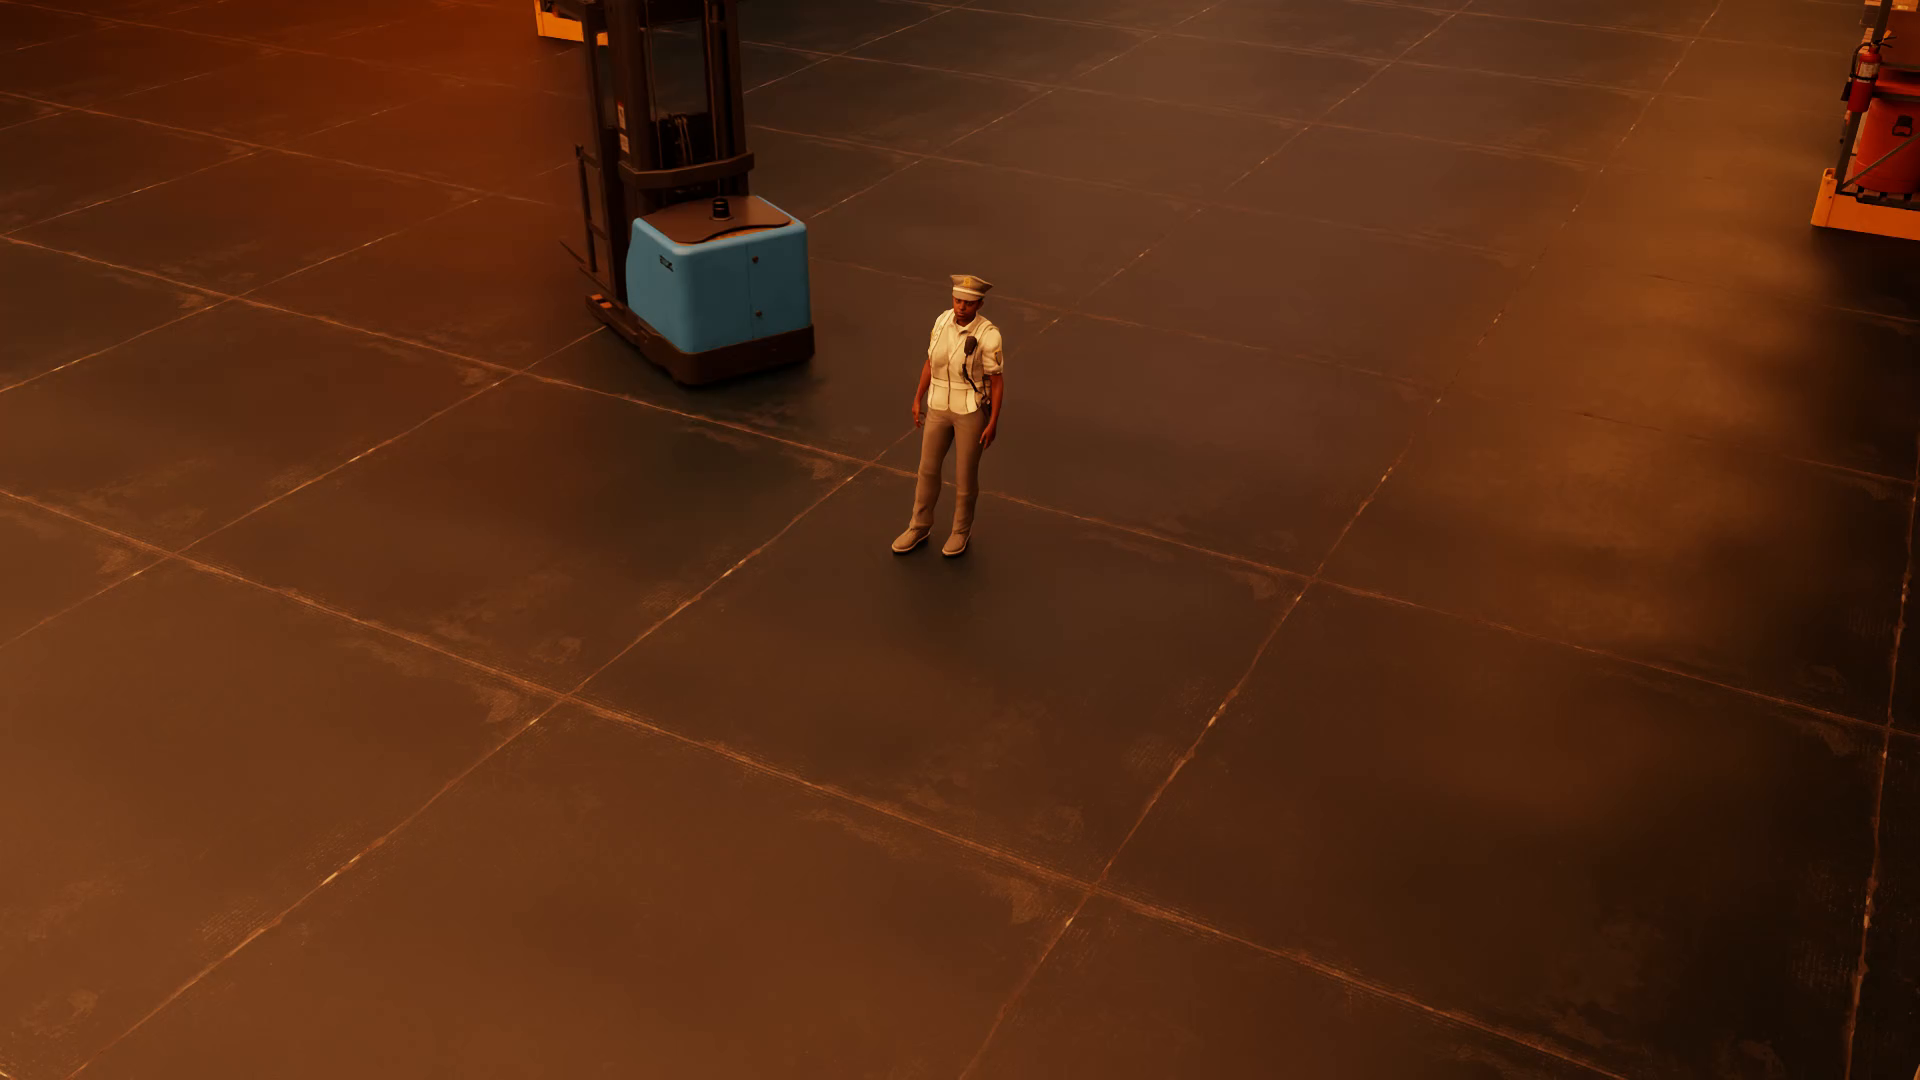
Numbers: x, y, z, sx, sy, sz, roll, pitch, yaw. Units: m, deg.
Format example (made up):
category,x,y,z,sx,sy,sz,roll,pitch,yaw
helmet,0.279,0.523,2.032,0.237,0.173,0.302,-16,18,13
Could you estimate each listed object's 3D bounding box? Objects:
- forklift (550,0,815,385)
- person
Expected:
category,x,y,z,sx,sy,sz,roll,pitch,yaw
forklift,-2.278,-3.061,12.374,1.130,2.935,3.031,-18,34,-28
person,-0.054,-0.712,9.527,0.569,1.695,0.528,15,33,25
